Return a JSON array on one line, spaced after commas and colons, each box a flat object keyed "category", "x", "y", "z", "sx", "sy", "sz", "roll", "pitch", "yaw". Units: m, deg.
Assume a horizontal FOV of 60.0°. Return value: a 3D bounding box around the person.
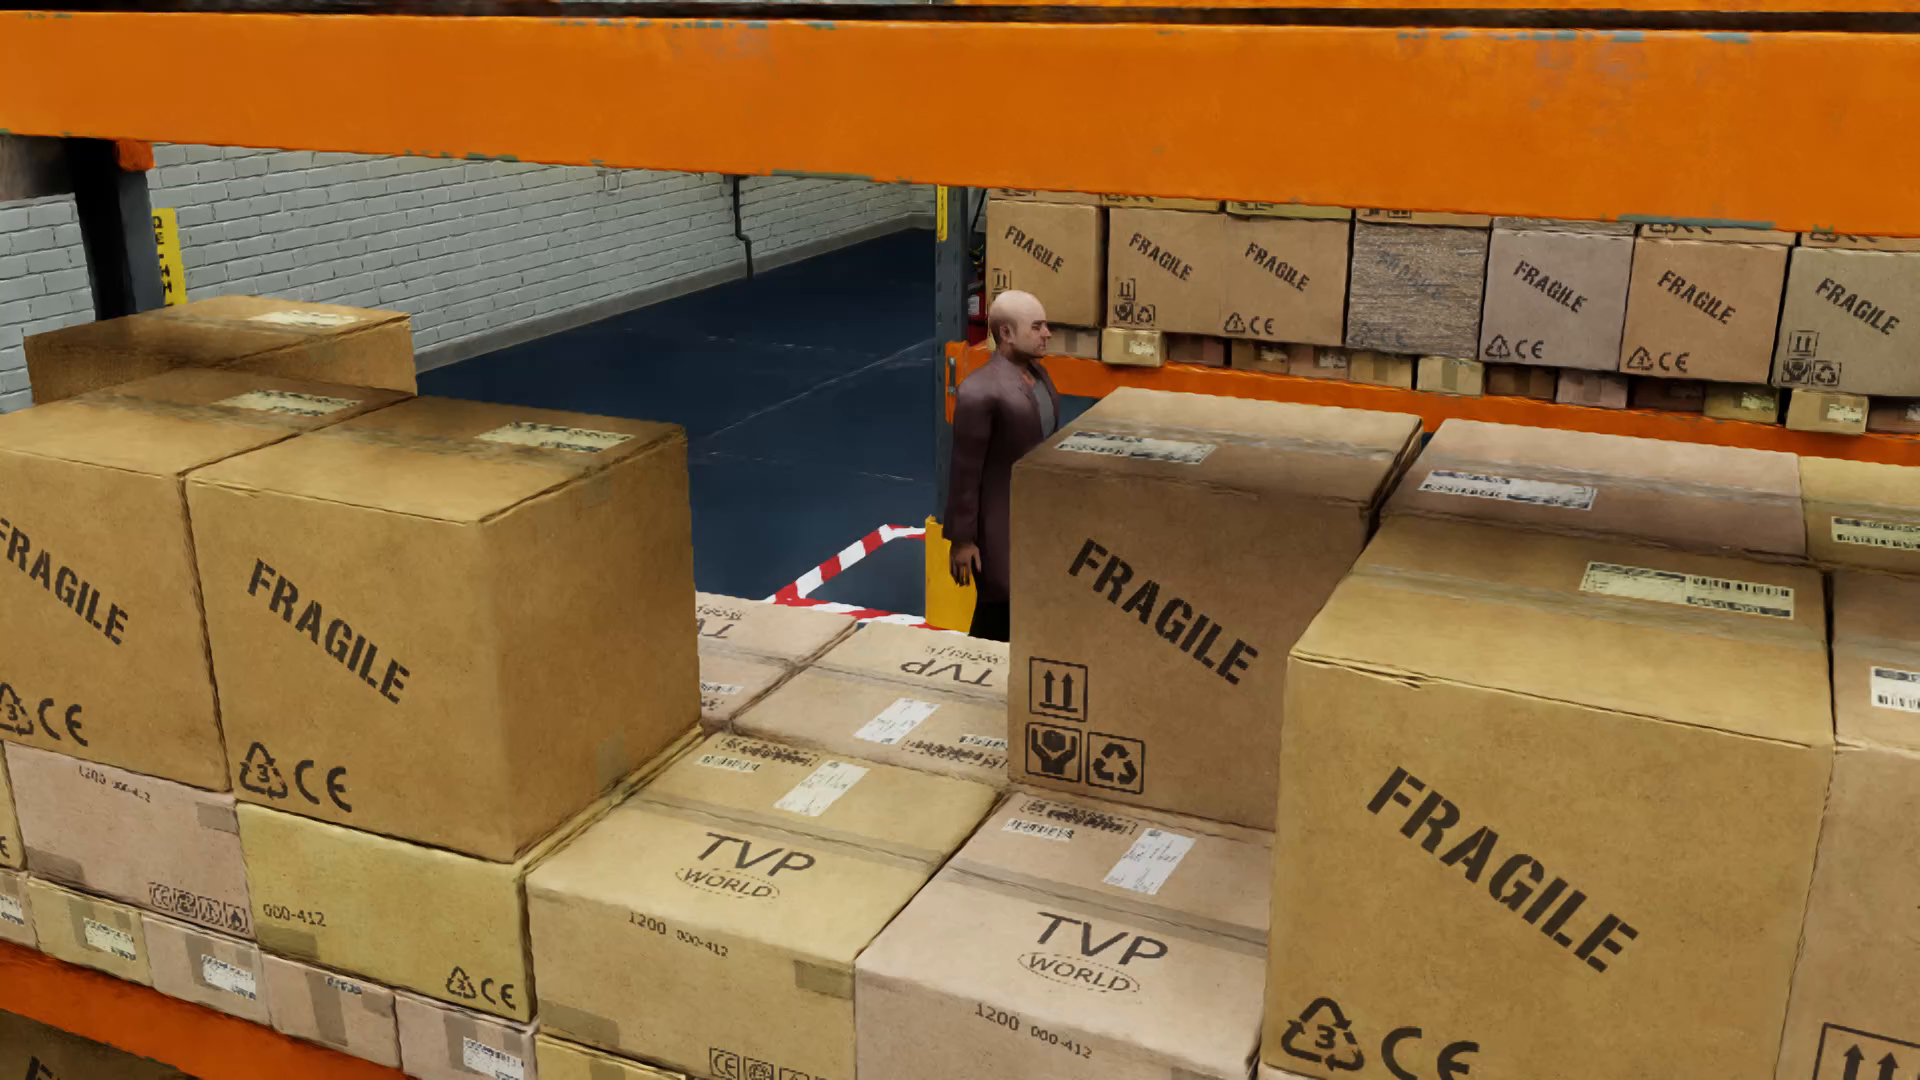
[{"category": "person", "x": 0.239, "y": -0.023, "z": 6.162, "sx": 0.641, "sy": 1.806, "sz": 0.583, "roll": 8, "pitch": 20, "yaw": 22}]
